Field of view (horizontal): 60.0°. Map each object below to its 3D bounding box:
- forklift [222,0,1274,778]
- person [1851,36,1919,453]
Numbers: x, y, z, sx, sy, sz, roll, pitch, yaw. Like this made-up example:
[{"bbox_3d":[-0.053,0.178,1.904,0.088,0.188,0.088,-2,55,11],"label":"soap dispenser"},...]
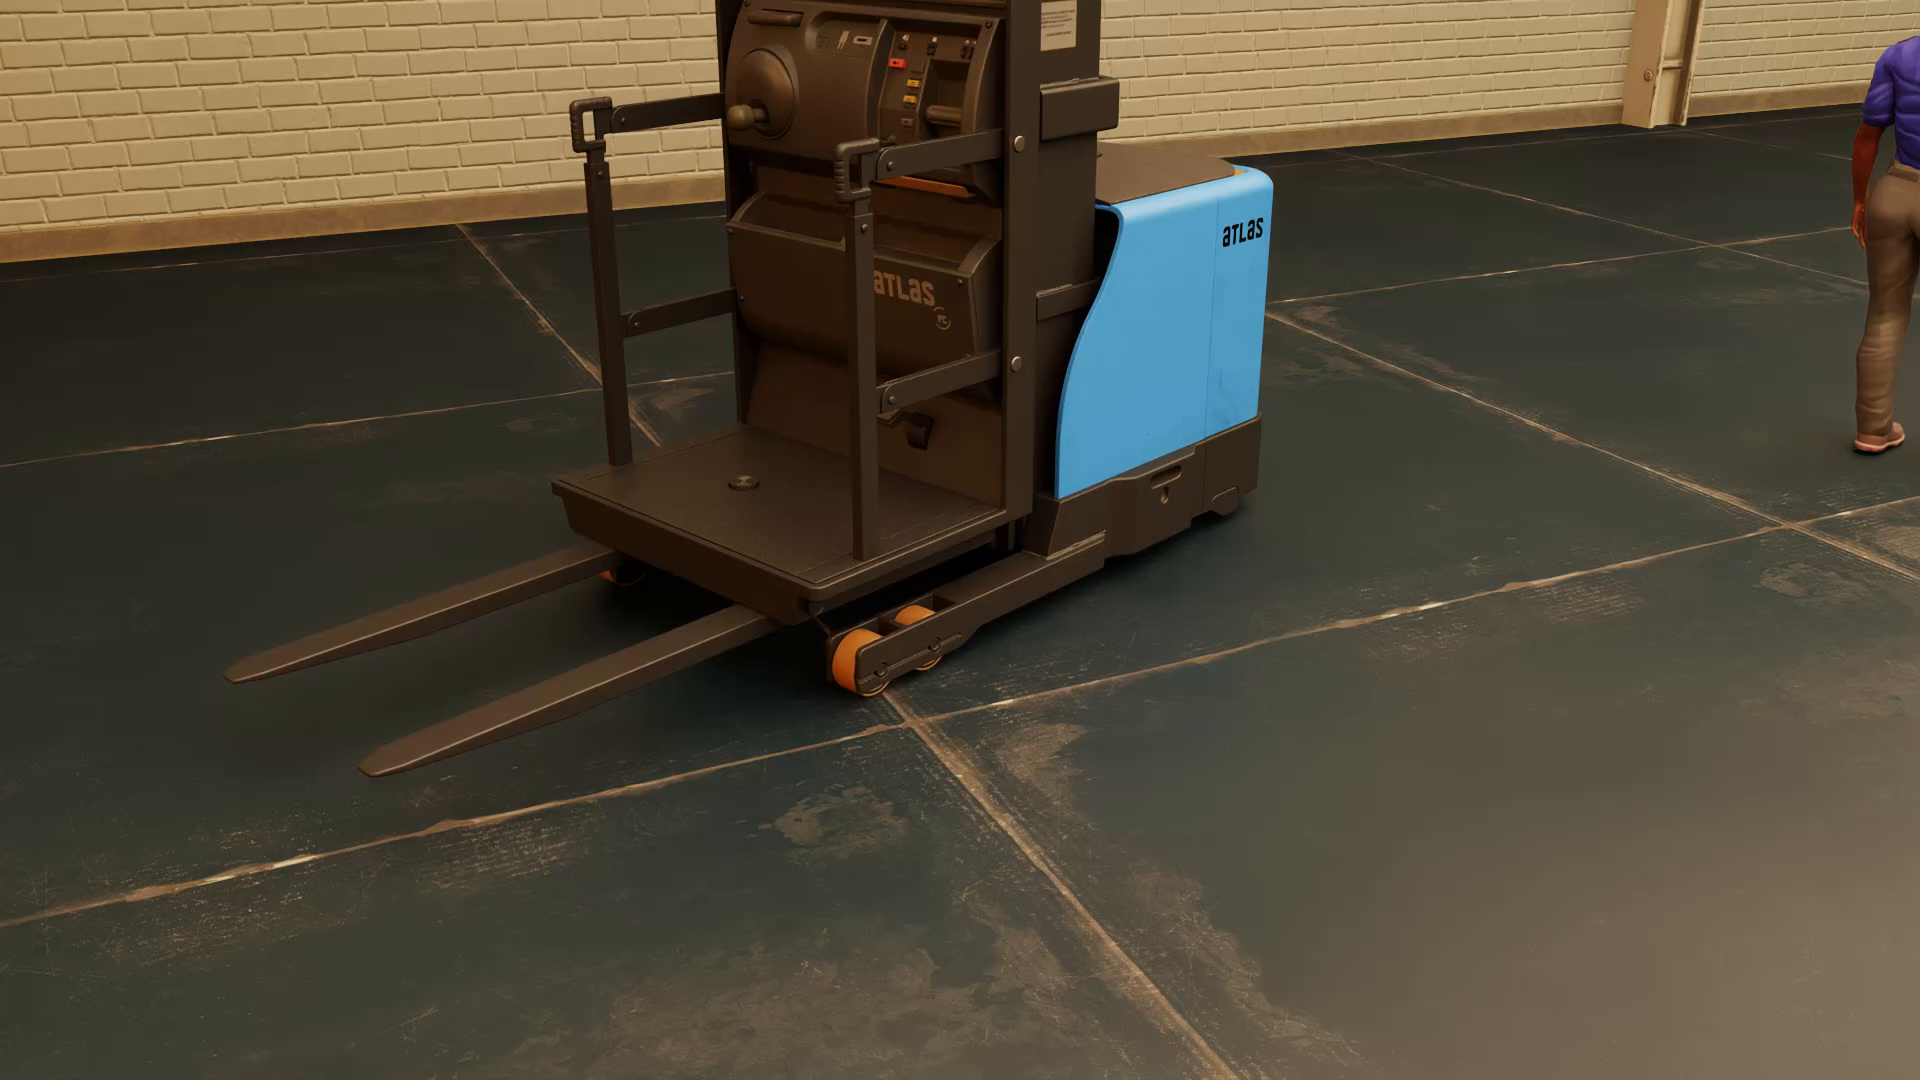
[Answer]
[{"bbox_3d":[-0.413,-1.182,4.131,1.130,2.935,3.031,19,29,39],"label":"forklift"},{"bbox_3d":[3.286,-1.089,5.555,0.504,1.655,0.568,-16,27,-33],"label":"person"}]
